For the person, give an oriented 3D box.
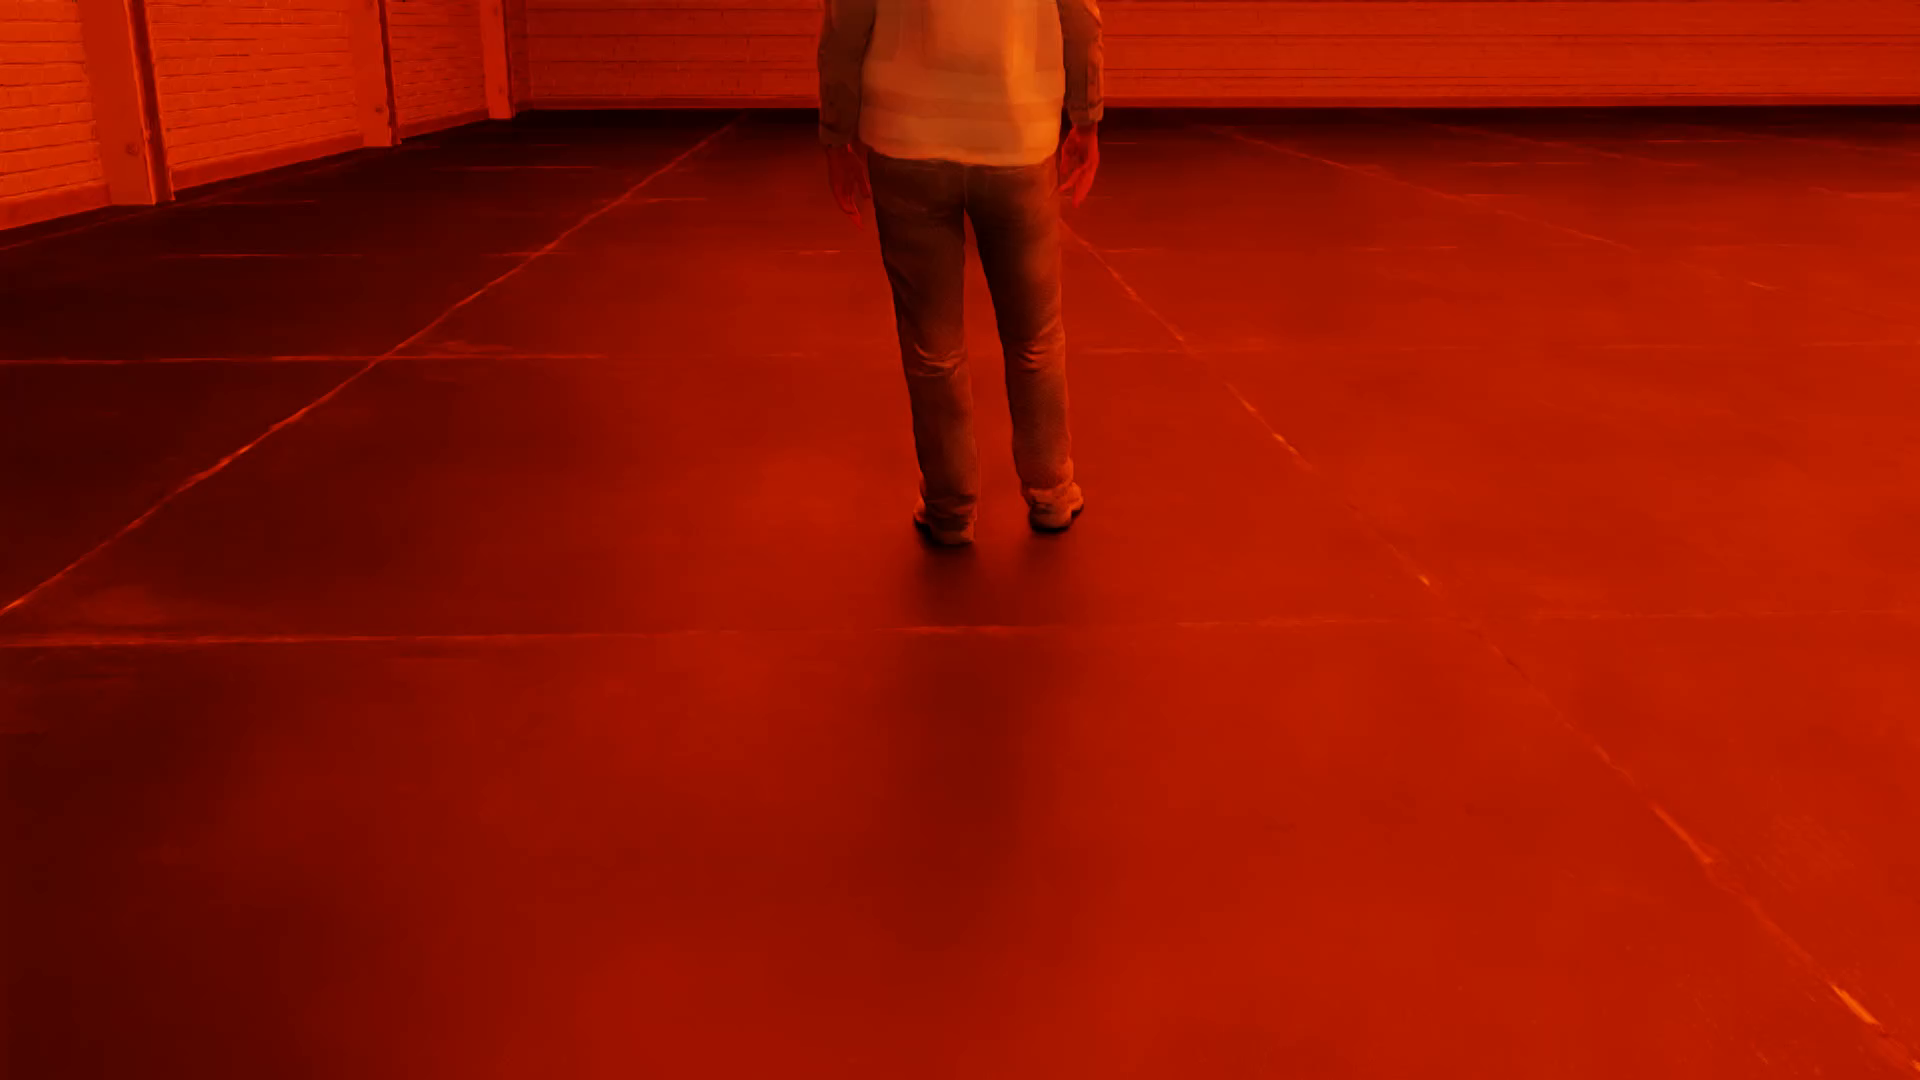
[{"bbox_3d":[0.005,-0.874,3.716,0.632,1.773,0.567,-1,17,-3],"label":"person"}]
